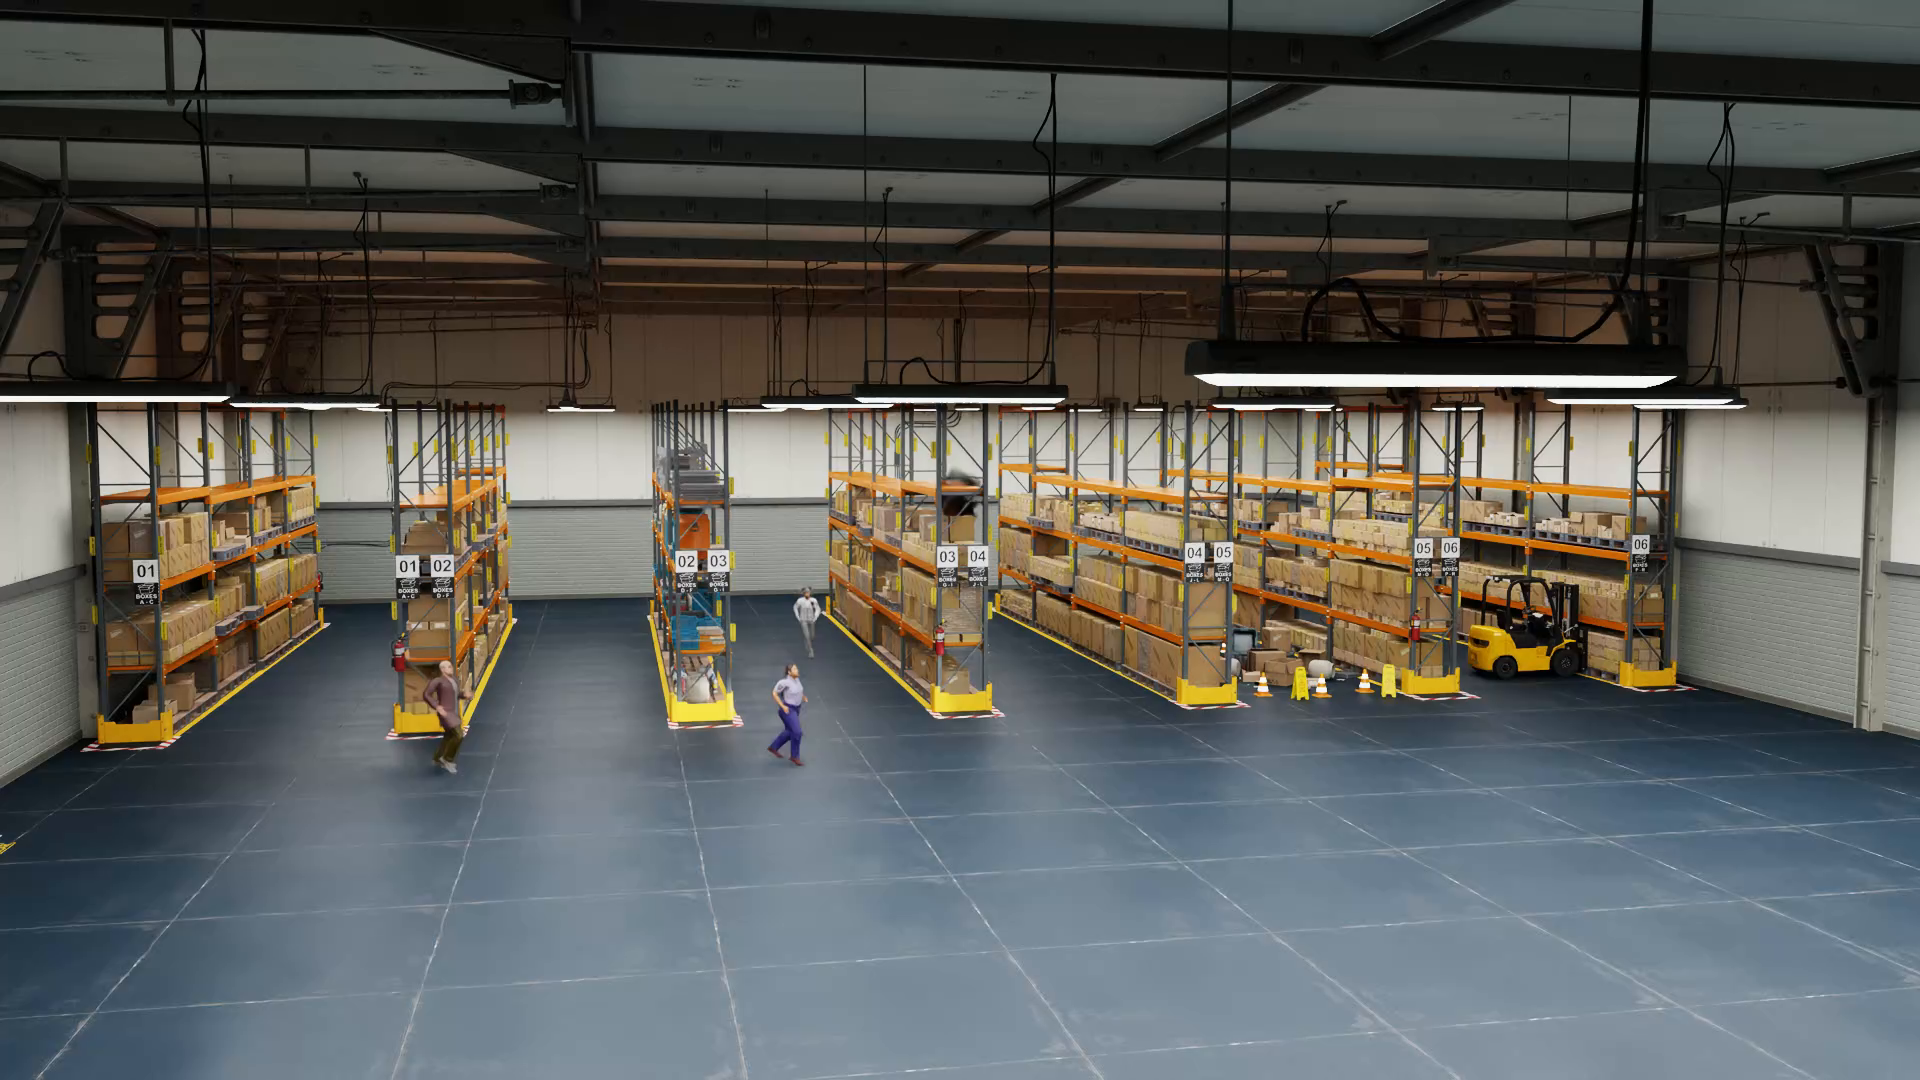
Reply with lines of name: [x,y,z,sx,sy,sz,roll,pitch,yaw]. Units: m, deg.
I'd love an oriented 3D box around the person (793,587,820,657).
person: [-3.640,1.925,39.573,0.643,1.677,0.754,-1,4,-13]

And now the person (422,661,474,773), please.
person: [-8.175,2.837,26.667,0.750,1.812,0.685,1,4,10]

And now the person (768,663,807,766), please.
person: [-2.832,2.867,27.316,0.716,1.698,0.632,2,5,20]

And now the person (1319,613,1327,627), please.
person: [9.473,1.686,42.677,0.580,1.669,0.515,-1,4,-15]

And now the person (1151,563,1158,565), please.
person: [5.161,1.501,43.908,0.660,1.772,0.990,-2,5,-23]
